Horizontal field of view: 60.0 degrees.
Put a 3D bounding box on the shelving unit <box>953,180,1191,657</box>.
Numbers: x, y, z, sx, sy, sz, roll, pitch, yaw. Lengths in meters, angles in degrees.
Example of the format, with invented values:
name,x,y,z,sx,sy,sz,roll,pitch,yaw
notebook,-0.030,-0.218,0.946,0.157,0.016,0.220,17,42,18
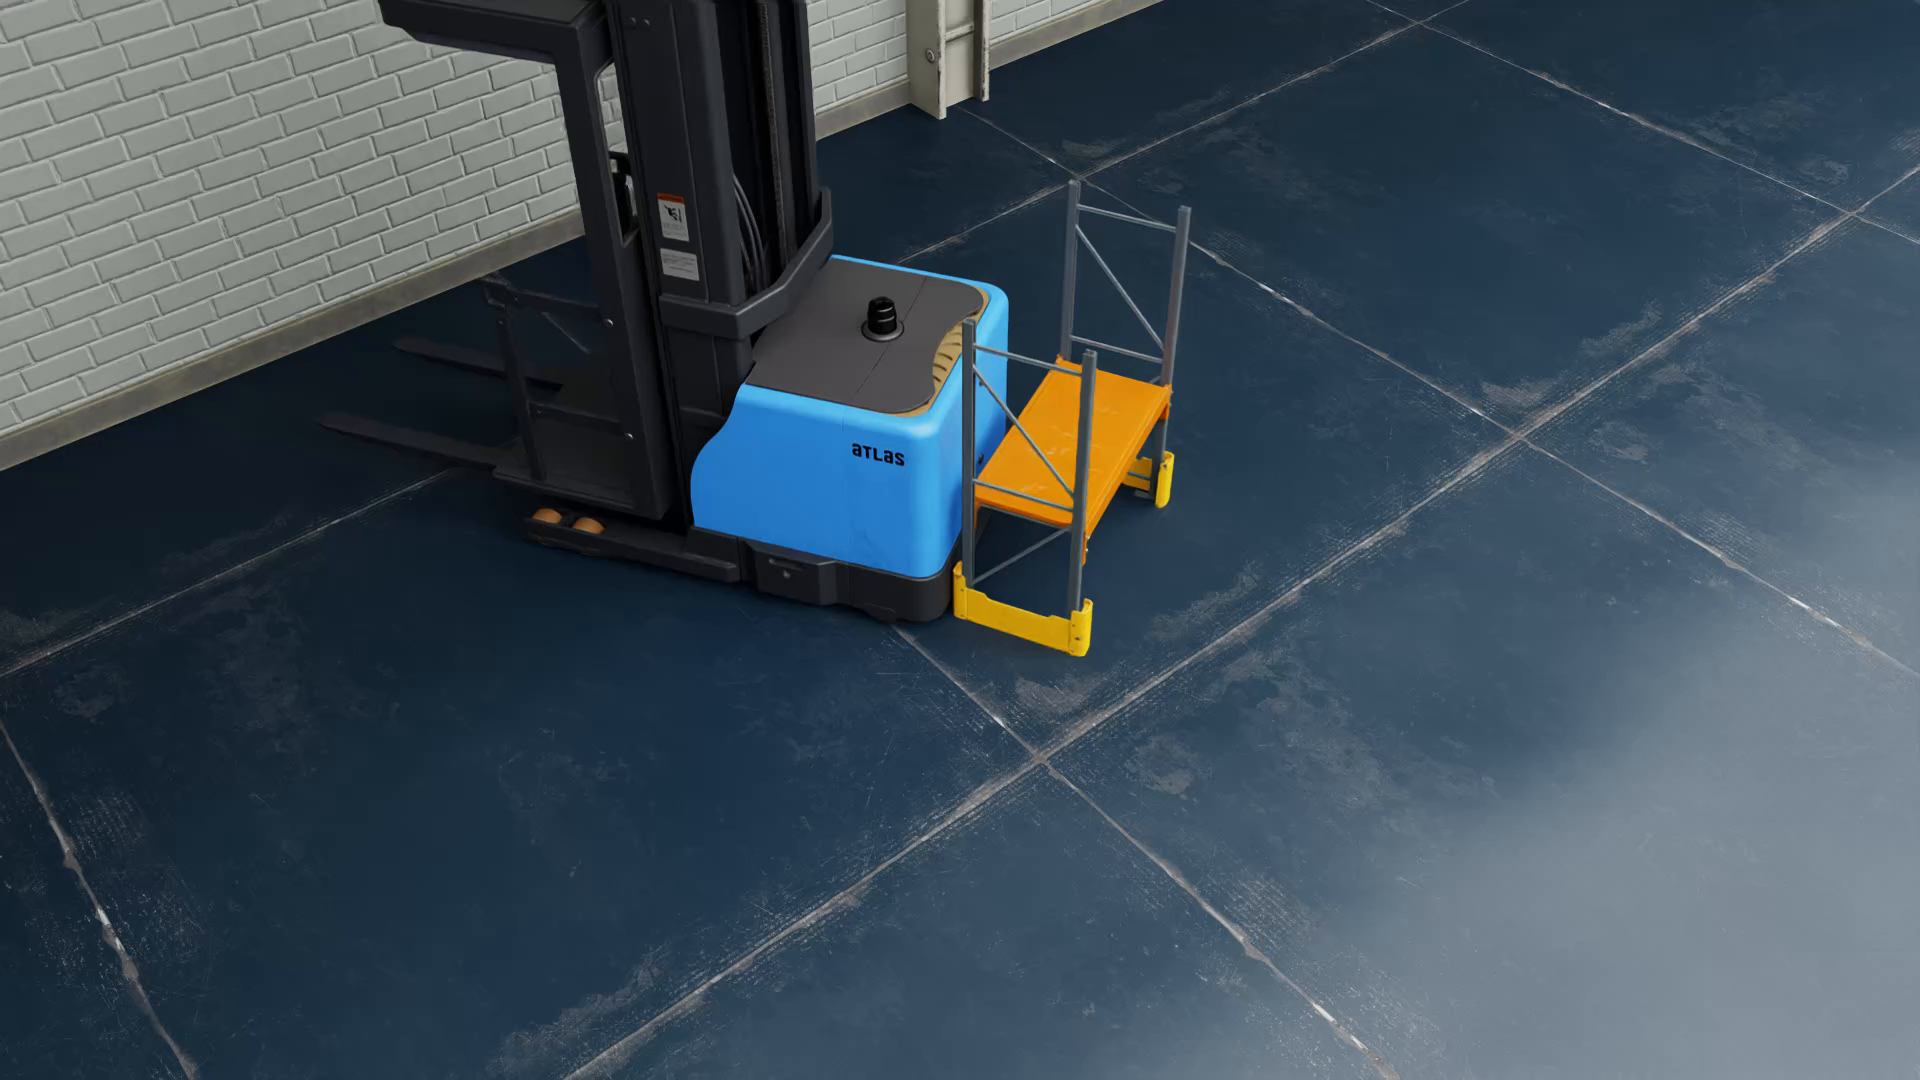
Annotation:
name,x,y,z,sx,sy,sz,roll,pitch,yaw
shelving unit,0.454,-0.487,6.673,0.587,1.500,1.083,17,46,17

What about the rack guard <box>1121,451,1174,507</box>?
name,x,y,z,sx,sy,sz,roll,pitch,yaw
rack guard,0.659,-0.343,7.432,0.587,0.250,0.087,17,46,17

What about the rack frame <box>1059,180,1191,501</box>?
name,x,y,z,sx,sy,sz,roll,pitch,yaw
rack frame,0.660,-0.799,7.005,0.500,1.500,0.032,17,46,17

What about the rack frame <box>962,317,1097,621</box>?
name,x,y,z,sx,sy,sz,roll,pitch,yaw
rack frame,0.241,-0.165,6.330,0.500,1.500,0.032,17,46,17

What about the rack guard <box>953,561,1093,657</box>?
name,x,y,z,sx,sy,sz,roll,pitch,yaw
rack guard,0.249,0.279,6.771,0.587,0.250,0.087,17,46,17

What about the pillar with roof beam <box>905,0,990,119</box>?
name,x,y,z,sx,sy,sz,roll,pitch,yaw
pillar with roof beam,2.692,-3.695,4.611,0.400,9.000,9.100,-30,51,-28

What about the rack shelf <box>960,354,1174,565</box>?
name,x,y,z,sx,sy,sz,roll,pitch,yaw
rack shelf,0.450,-0.351,6.791,0.538,0.185,1.000,17,46,17

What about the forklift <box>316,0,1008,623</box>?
name,x,y,z,sx,sy,sz,roll,pitch,yaw
forklift,-1.363,-1.329,6.524,3.031,2.935,1.130,13,45,13
